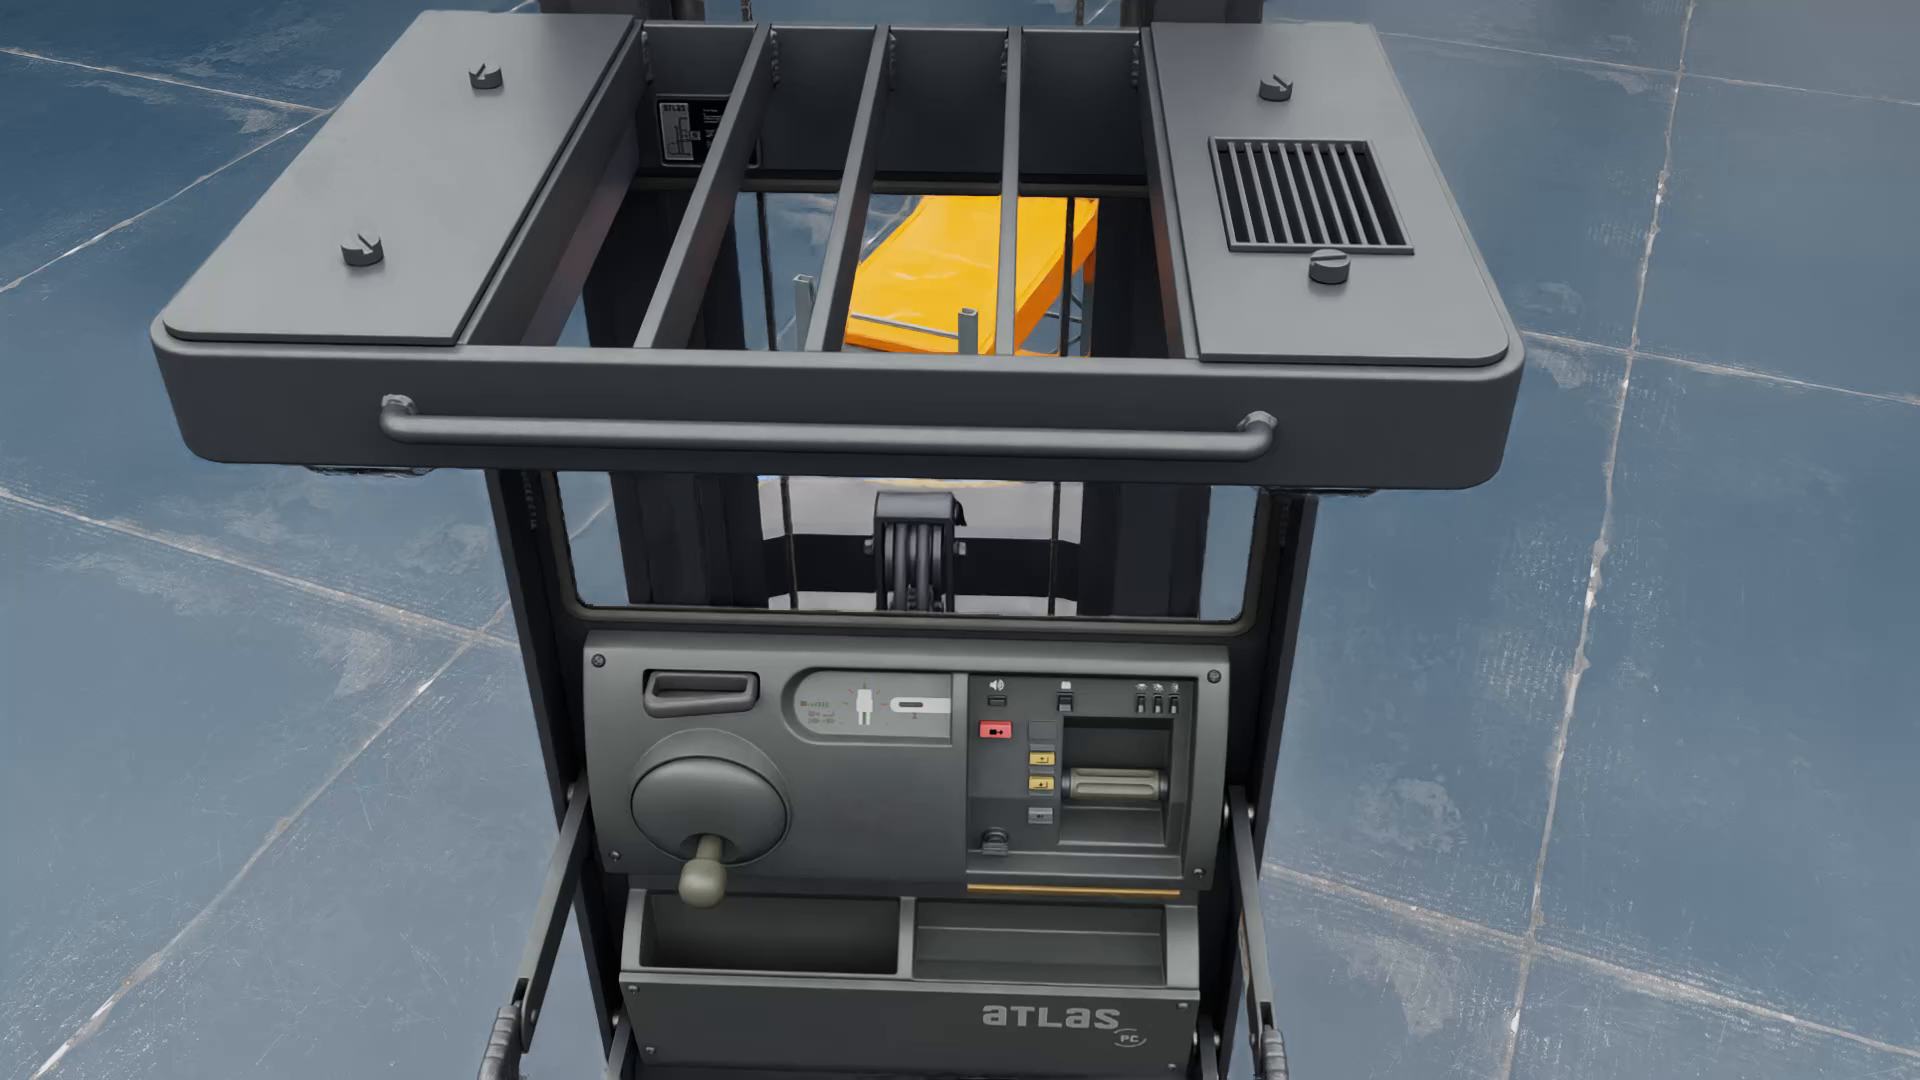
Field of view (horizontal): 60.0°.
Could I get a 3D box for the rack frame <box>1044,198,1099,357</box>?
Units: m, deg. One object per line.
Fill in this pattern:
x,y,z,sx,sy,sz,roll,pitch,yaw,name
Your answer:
0.196,-0.736,5.295,0.500,1.125,0.032,14,39,18,rack frame

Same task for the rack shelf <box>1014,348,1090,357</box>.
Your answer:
0.003,-0.258,5.065,0.538,0.278,1.000,14,39,18,rack shelf

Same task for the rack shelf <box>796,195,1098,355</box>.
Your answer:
0.003,-0.689,4.743,0.538,0.278,1.000,14,39,18,rack shelf

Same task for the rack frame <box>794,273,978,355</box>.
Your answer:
-0.191,-0.173,4.542,0.500,1.125,0.032,14,39,18,rack frame

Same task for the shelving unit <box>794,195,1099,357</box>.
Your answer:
0.003,-0.454,4.918,0.538,1.125,1.048,14,39,18,shelving unit

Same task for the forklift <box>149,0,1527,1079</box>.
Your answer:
-0.086,0.410,2.253,1.130,2.935,3.031,1,37,2,forklift
